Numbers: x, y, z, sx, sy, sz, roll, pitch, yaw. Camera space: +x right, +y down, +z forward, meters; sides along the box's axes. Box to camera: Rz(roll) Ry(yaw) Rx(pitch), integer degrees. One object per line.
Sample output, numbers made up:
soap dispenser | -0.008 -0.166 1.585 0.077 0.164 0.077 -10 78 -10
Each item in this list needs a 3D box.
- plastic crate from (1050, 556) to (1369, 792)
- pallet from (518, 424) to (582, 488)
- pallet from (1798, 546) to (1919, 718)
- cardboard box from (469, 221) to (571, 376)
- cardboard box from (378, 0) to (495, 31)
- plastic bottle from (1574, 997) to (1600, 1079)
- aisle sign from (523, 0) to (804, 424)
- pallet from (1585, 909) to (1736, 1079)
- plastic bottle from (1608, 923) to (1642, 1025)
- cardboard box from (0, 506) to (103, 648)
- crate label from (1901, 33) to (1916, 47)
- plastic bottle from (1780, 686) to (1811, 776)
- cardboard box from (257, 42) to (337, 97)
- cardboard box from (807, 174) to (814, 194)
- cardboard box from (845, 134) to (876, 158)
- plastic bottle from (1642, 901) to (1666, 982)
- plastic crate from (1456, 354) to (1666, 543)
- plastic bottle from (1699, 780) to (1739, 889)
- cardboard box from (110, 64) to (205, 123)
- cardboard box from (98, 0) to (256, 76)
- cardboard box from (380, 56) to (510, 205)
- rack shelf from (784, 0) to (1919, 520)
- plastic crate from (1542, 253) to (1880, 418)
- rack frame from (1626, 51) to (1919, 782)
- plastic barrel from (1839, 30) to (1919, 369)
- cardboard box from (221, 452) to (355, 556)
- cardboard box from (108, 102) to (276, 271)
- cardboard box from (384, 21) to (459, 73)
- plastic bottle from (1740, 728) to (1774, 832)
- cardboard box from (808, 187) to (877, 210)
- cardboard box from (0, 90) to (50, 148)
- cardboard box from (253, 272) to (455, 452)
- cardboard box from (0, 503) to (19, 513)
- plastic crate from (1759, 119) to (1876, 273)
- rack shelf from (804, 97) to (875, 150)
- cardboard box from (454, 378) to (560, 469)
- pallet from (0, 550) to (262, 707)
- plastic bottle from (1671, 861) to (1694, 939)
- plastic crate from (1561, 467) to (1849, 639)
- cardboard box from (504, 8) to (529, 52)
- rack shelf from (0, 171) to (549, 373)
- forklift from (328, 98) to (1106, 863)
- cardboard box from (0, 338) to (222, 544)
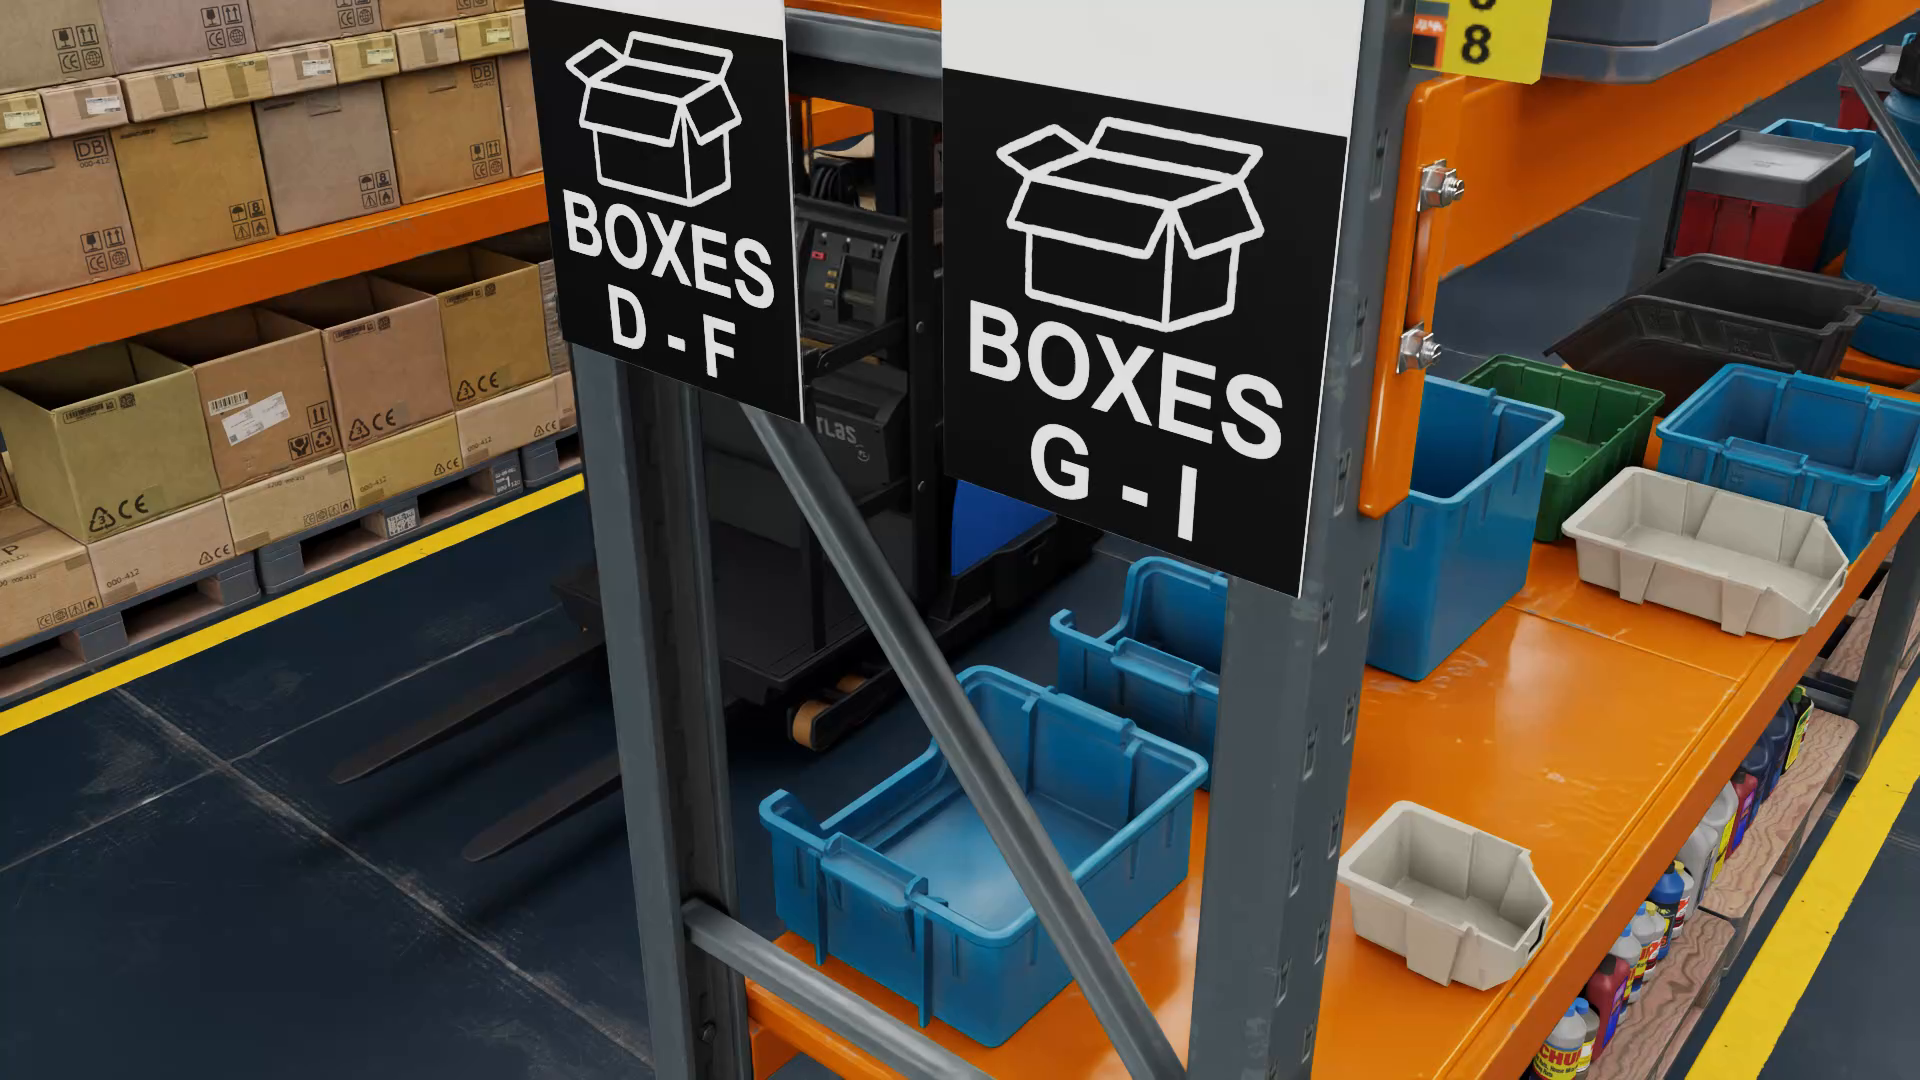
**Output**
plastic crate | 0.462 0.258 3.148 0.499 0.251 0.408 21 34 34
pallet | -1.857 -0.673 7.822 1.003 0.211 1.213 21 34 34
pallet | 2.971 0.216 6.102 1.003 0.211 1.213 21 34 34
cardboard box | -1.772 -1.078 7.288 0.500 0.500 0.500 21 34 34
cardboard box | -2.235 -2.286 6.384 0.700 0.500 0.500 21 34 34
plastic bottle | 1.417 1.145 3.839 0.097 0.201 0.097 0 27 0
aisle sign | -0.318 -0.530 1.681 0.394 0.787 0.004 21 34 34
pallet | 1.266 1.166 4.265 1.003 0.211 1.213 21 34 34
plastic bottle | 1.569 1.029 3.987 0.097 0.271 0.097 0 27 0
cardboard box | -3.350 0.146 5.738 0.500 0.250 0.500 21 34 34
crate label | 4.205 -1.893 7.107 0.502 0.435 0.616 21 34 34
plastic bottle | 2.450 0.546 4.908 0.061 0.283 0.133 23 35 37
cardboard box | -2.469 -1.717 5.989 0.380 0.149 0.250 21 34 35
cardboard box | -0.956 -1.809 8.908 0.500 0.311 0.500 22 34 36
cardboard box | -0.314 -2.163 9.591 0.500 0.311 0.500 20 34 34
plastic bottle | 1.695 0.989 4.140 0.097 0.201 0.097 0 27 0
plastic crate | 1.420 -0.240 4.179 0.450 0.188 0.662 21 34 34
plastic bottle | 1.987 0.744 4.452 0.144 0.351 0.185 21 34 34
cardboard box | -2.792 -1.538 5.645 0.380 0.149 0.250 19 33 33
cardboard box | -2.872 -1.931 5.698 0.700 0.500 0.500 21 34 35
cardboard box | -2.248 -1.701 6.665 0.700 0.500 0.500 21 34 35
rack shelf | 1.229 -1.036 3.007 1.077 0.370 4.000 21 34 34
plastic crate | 2.070 -0.556 4.629 0.767 0.338 0.504 21 34 34
rack frame | 2.501 -0.732 4.901 1.000 3.000 0.127 21 34 34
plastic barrel | 2.981 -1.004 4.880 0.600 0.901 0.708 21 34 34
cardboard box | -2.716 -0.209 6.425 0.500 0.250 0.500 21 34 34
cardboard box | -2.905 -1.331 5.950 0.700 0.500 0.500 21 34 35
cardboard box | -2.135 -1.905 6.354 0.380 0.149 0.250 22 34 36
plastic bottle | 2.192 0.629 4.673 0.144 0.351 0.185 19 33 32
cardboard box | -0.541 -1.645 8.591 0.500 0.311 0.500 20 34 34
cardboard box | -3.121 -1.354 5.289 0.380 0.149 0.250 21 34 35
cardboard box | -2.394 -0.718 6.592 0.500 0.500 0.500 21 34 34
cardboard box | -3.750 -0.005 6.031 0.500 0.250 0.500 21 34 34
plastic crate | 2.963 -1.207 5.837 0.392 0.384 0.575 21 34 34
rack shelf | -0.046 -2.571 9.238 1.077 0.370 4.000 21 34 34
cardboard box | -2.077 -0.562 7.108 0.500 0.250 0.500 21 34 34
pallet | -3.409 0.192 6.149 1.003 0.211 1.213 21 34 34
plastic bottle | 1.826 0.916 4.281 0.097 0.201 0.097 0 27 0
plastic crate | 1.664 0.034 3.706 0.530 0.136 0.437 21 34 34
cardboard box | -1.816 -2.081 6.693 0.380 0.149 0.250 21 34 34
rack shelf | -2.591 -1.153 6.497 1.077 0.370 4.000 21 34 34
forklift | -0.698 -0.870 5.242 1.130 2.935 3.031 19 33 32
cardboard box | -3.033 -0.365 5.909 0.500 0.500 0.500 21 34 34
